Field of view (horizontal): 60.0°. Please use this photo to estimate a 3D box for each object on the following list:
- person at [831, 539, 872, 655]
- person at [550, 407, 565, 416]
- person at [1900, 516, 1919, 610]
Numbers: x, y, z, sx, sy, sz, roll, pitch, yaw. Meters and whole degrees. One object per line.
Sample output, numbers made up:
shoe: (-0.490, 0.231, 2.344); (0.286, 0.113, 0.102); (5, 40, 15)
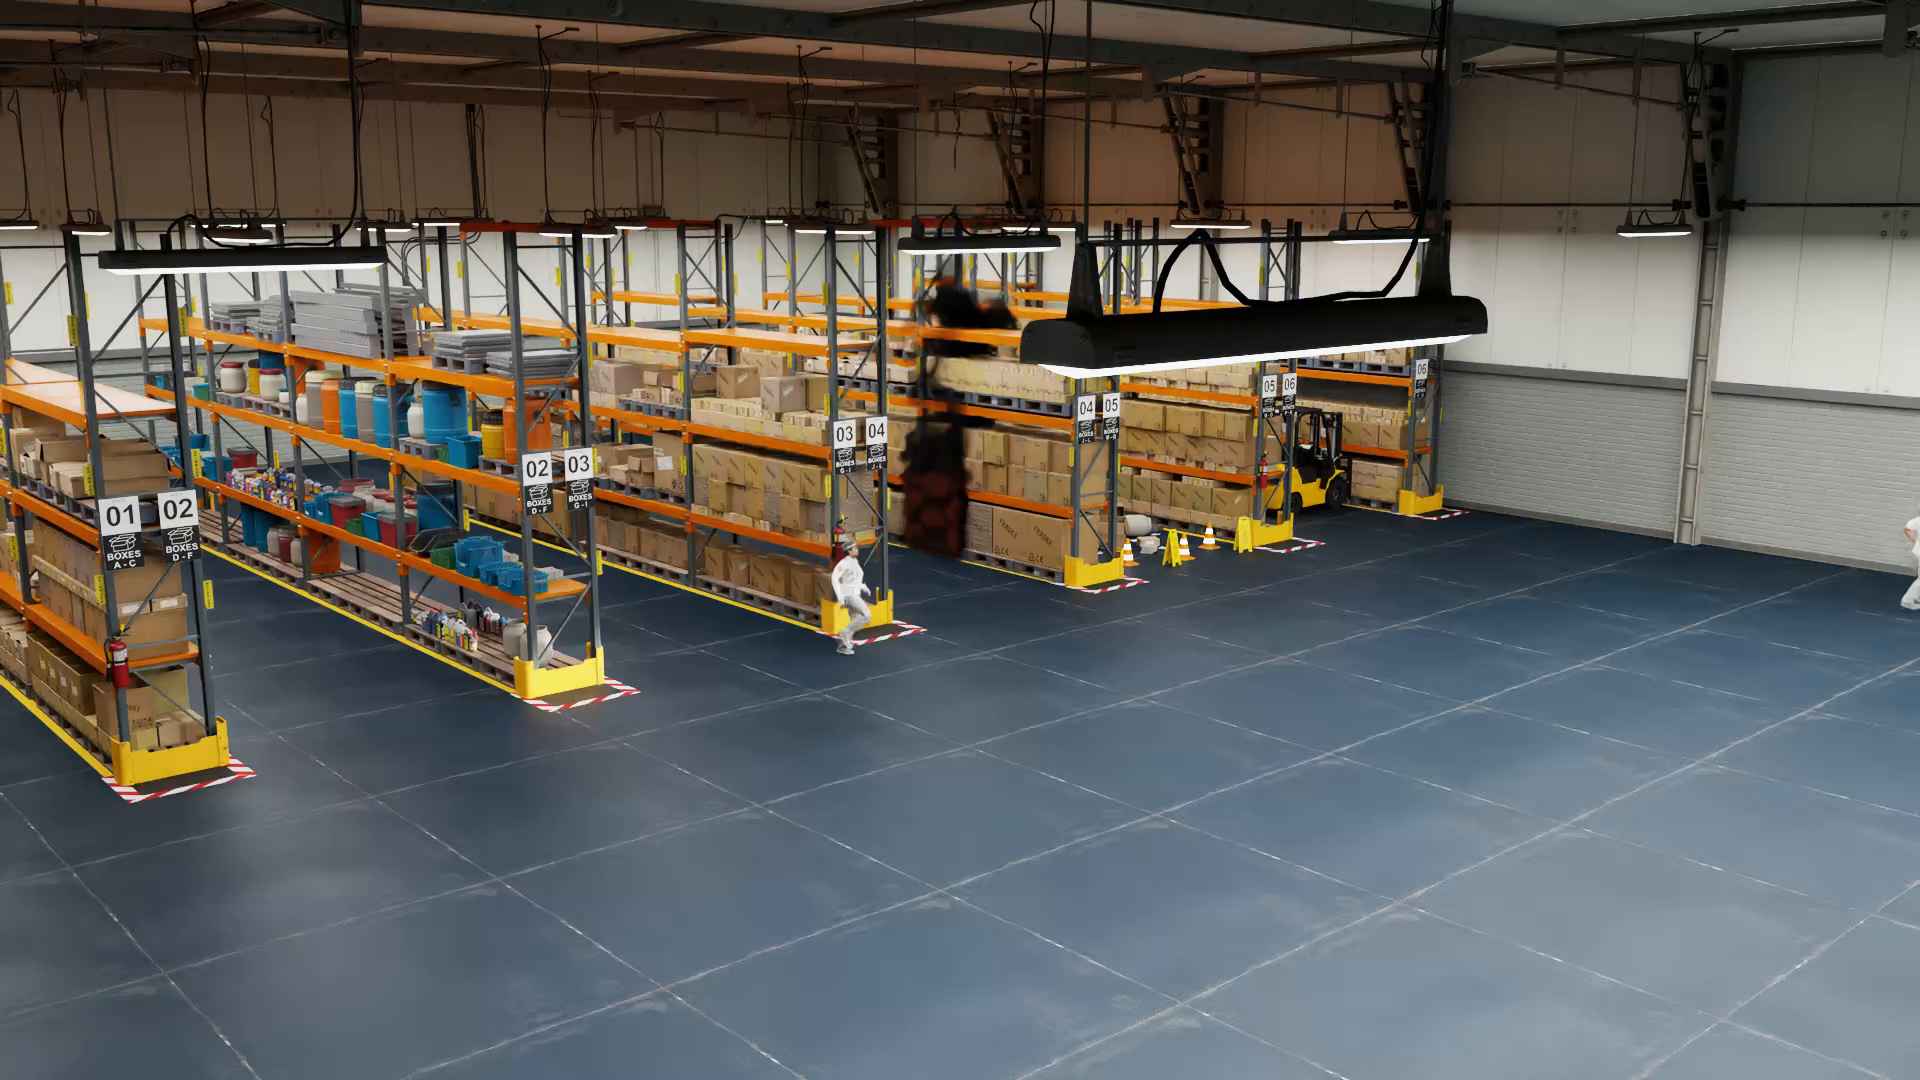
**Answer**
person: (-1.505, 0.794, 23.809); (0.547, 1.621, 0.627); (2, 12, 12)
person: (-9.641, -2.404, 39.371); (0.773, 1.724, 0.944); (3, 12, 16)
person: (15.215, 0.270, 26.115); (0.726, 1.840, 0.640); (2, 12, 8)
